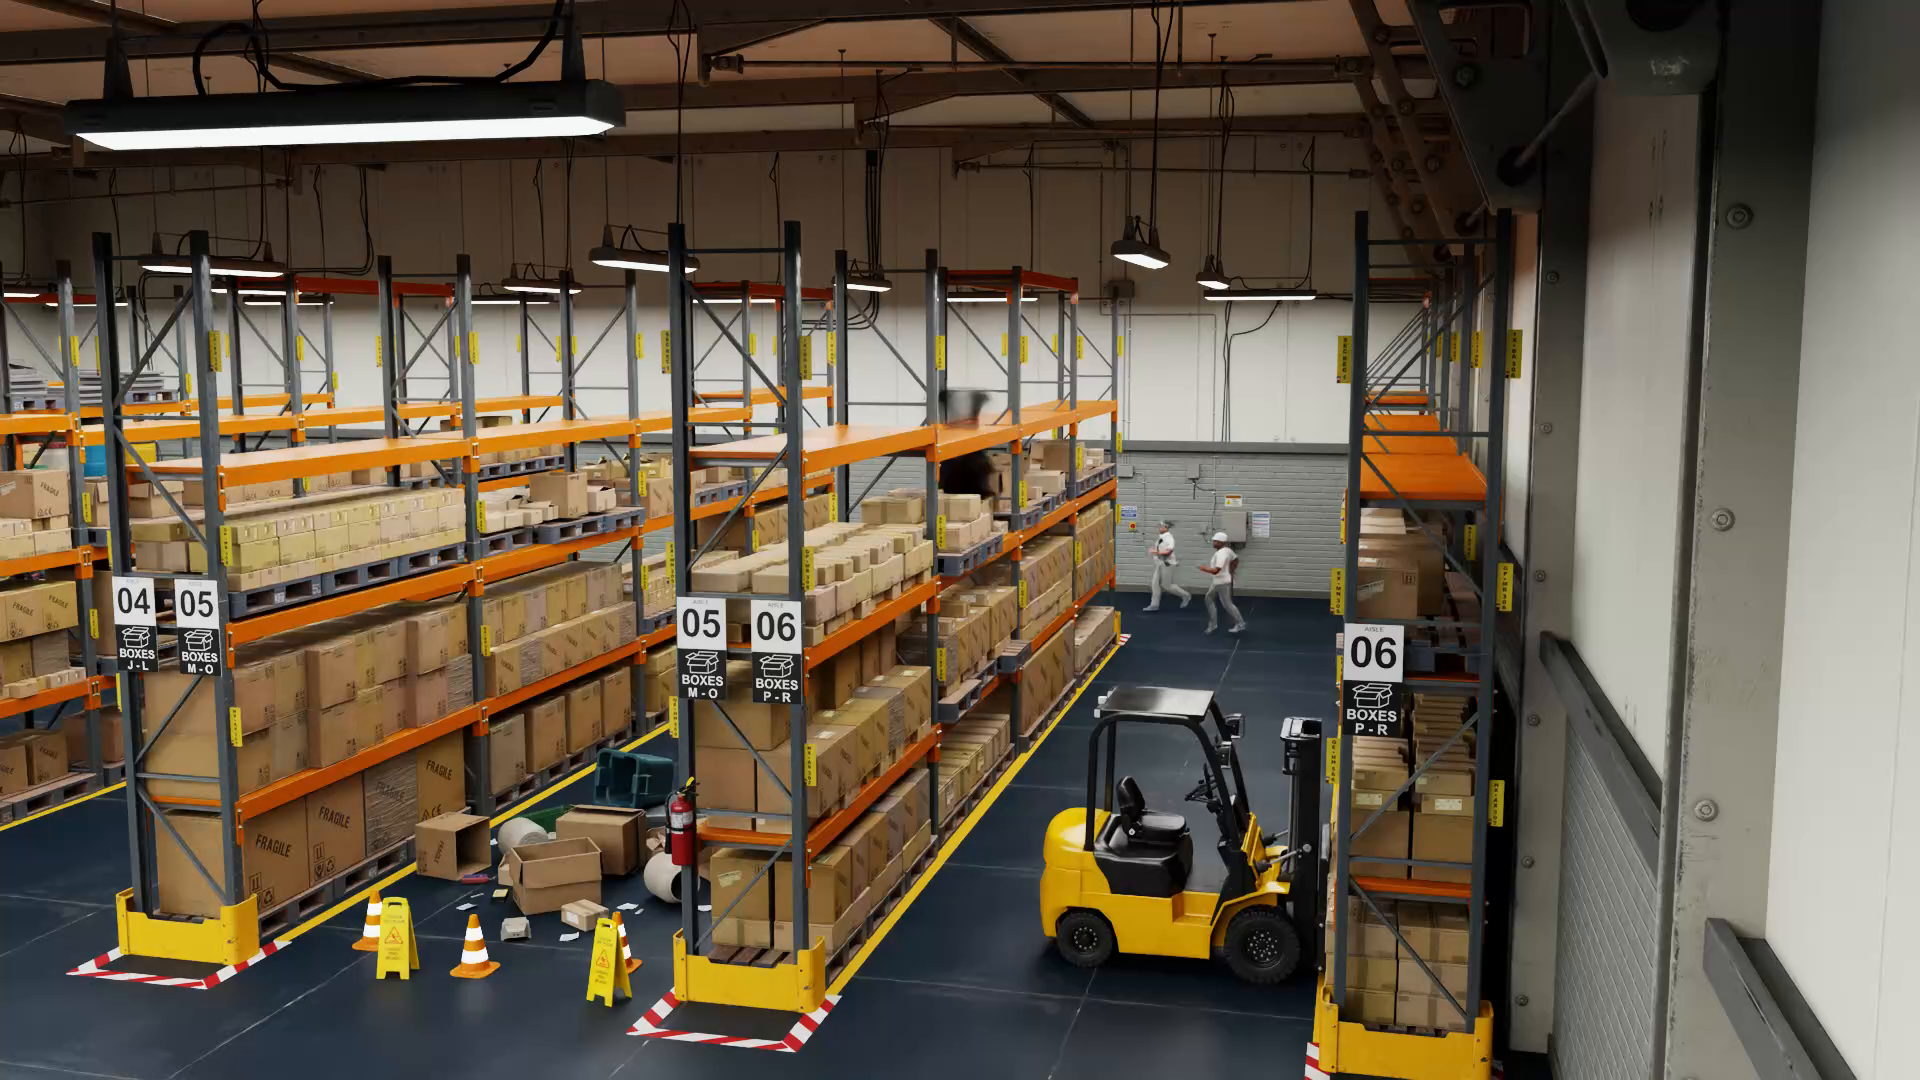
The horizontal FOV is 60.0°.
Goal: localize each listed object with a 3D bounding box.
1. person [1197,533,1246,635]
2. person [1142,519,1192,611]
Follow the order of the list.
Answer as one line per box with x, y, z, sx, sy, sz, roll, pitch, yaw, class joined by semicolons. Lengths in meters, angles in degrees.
4.538;0.779;28.827;0.853;1.826;0.687;1;7;10;person
3.877;0.465;31.248;0.899;1.759;0.675;-1;7;-6;person
